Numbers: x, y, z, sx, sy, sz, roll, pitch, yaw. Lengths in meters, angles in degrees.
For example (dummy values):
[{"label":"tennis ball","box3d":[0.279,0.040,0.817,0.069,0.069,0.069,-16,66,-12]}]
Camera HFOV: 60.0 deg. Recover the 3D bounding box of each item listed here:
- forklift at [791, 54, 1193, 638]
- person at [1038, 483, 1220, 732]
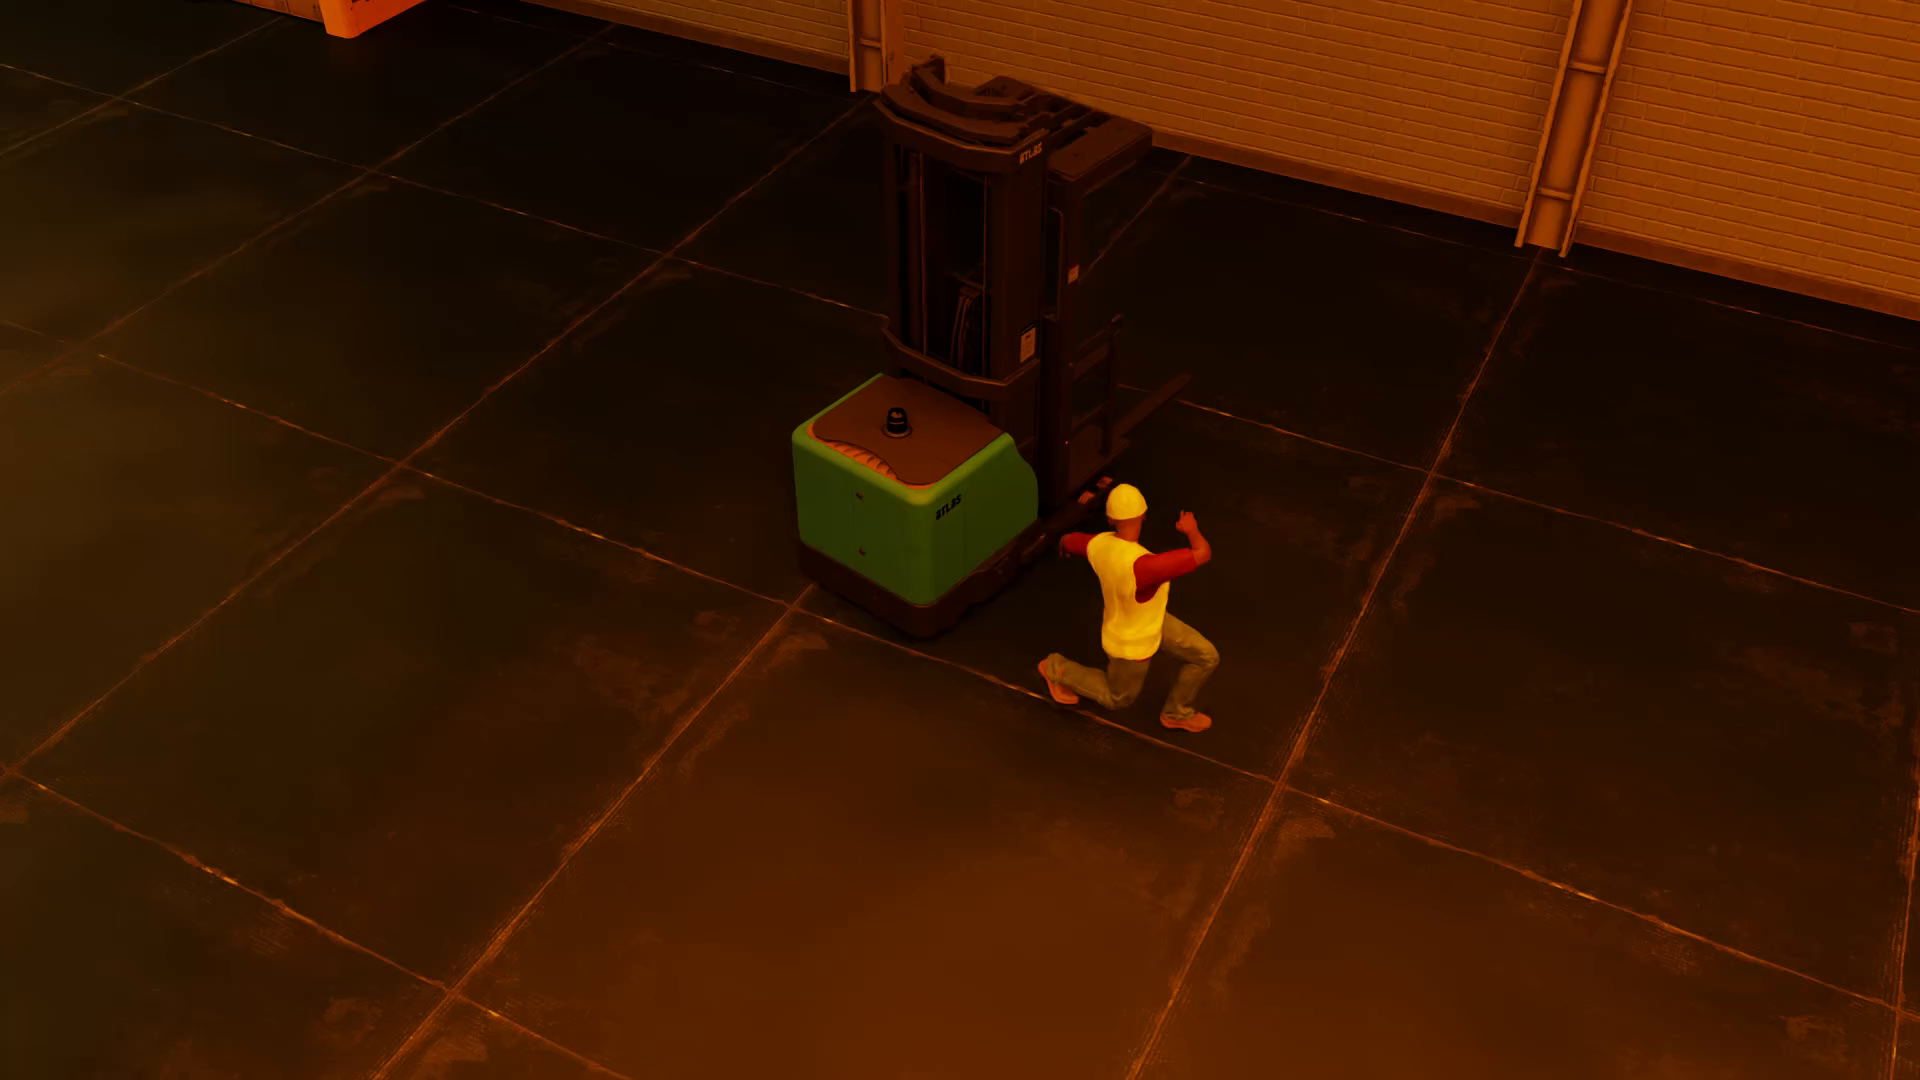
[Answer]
[{"label":"forklift","box3d":[0.359,-1.447,9.704,1.130,2.935,3.031,28,47,29]},{"label":"person","box3d":[0.917,0.290,8.787,0.974,1.501,0.839,5,40,6]}]
